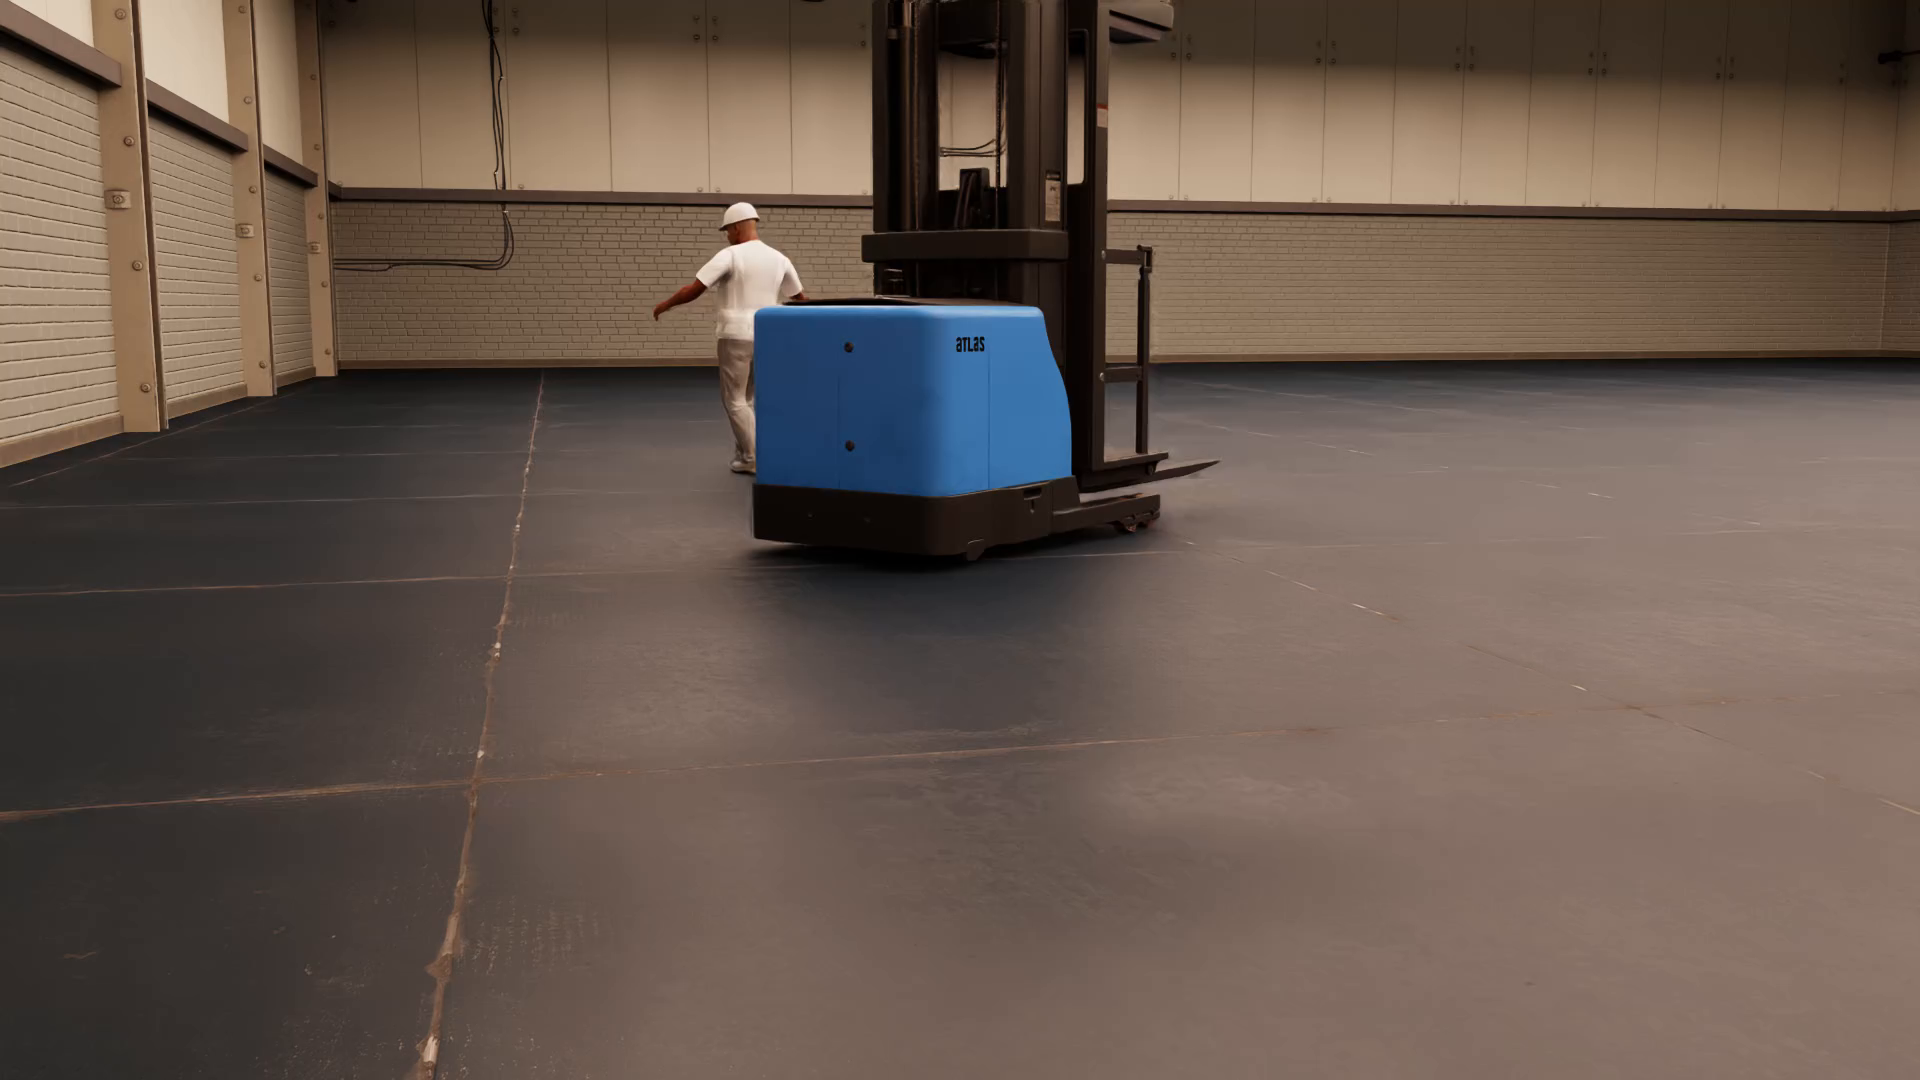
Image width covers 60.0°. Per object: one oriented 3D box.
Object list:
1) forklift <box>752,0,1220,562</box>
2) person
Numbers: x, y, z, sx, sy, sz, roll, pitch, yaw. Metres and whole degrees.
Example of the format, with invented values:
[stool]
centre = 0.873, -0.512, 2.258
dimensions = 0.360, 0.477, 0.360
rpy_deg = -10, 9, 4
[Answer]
[forklift]
centre = 0.330, -1.525, 8.026
dimensions = 1.130, 2.935, 3.031
rpy_deg = 5, 10, 33
[person]
centre = -1.430, -1.314, 10.928
dimensions = 1.052, 1.765, 0.705
rpy_deg = -7, 10, -40
